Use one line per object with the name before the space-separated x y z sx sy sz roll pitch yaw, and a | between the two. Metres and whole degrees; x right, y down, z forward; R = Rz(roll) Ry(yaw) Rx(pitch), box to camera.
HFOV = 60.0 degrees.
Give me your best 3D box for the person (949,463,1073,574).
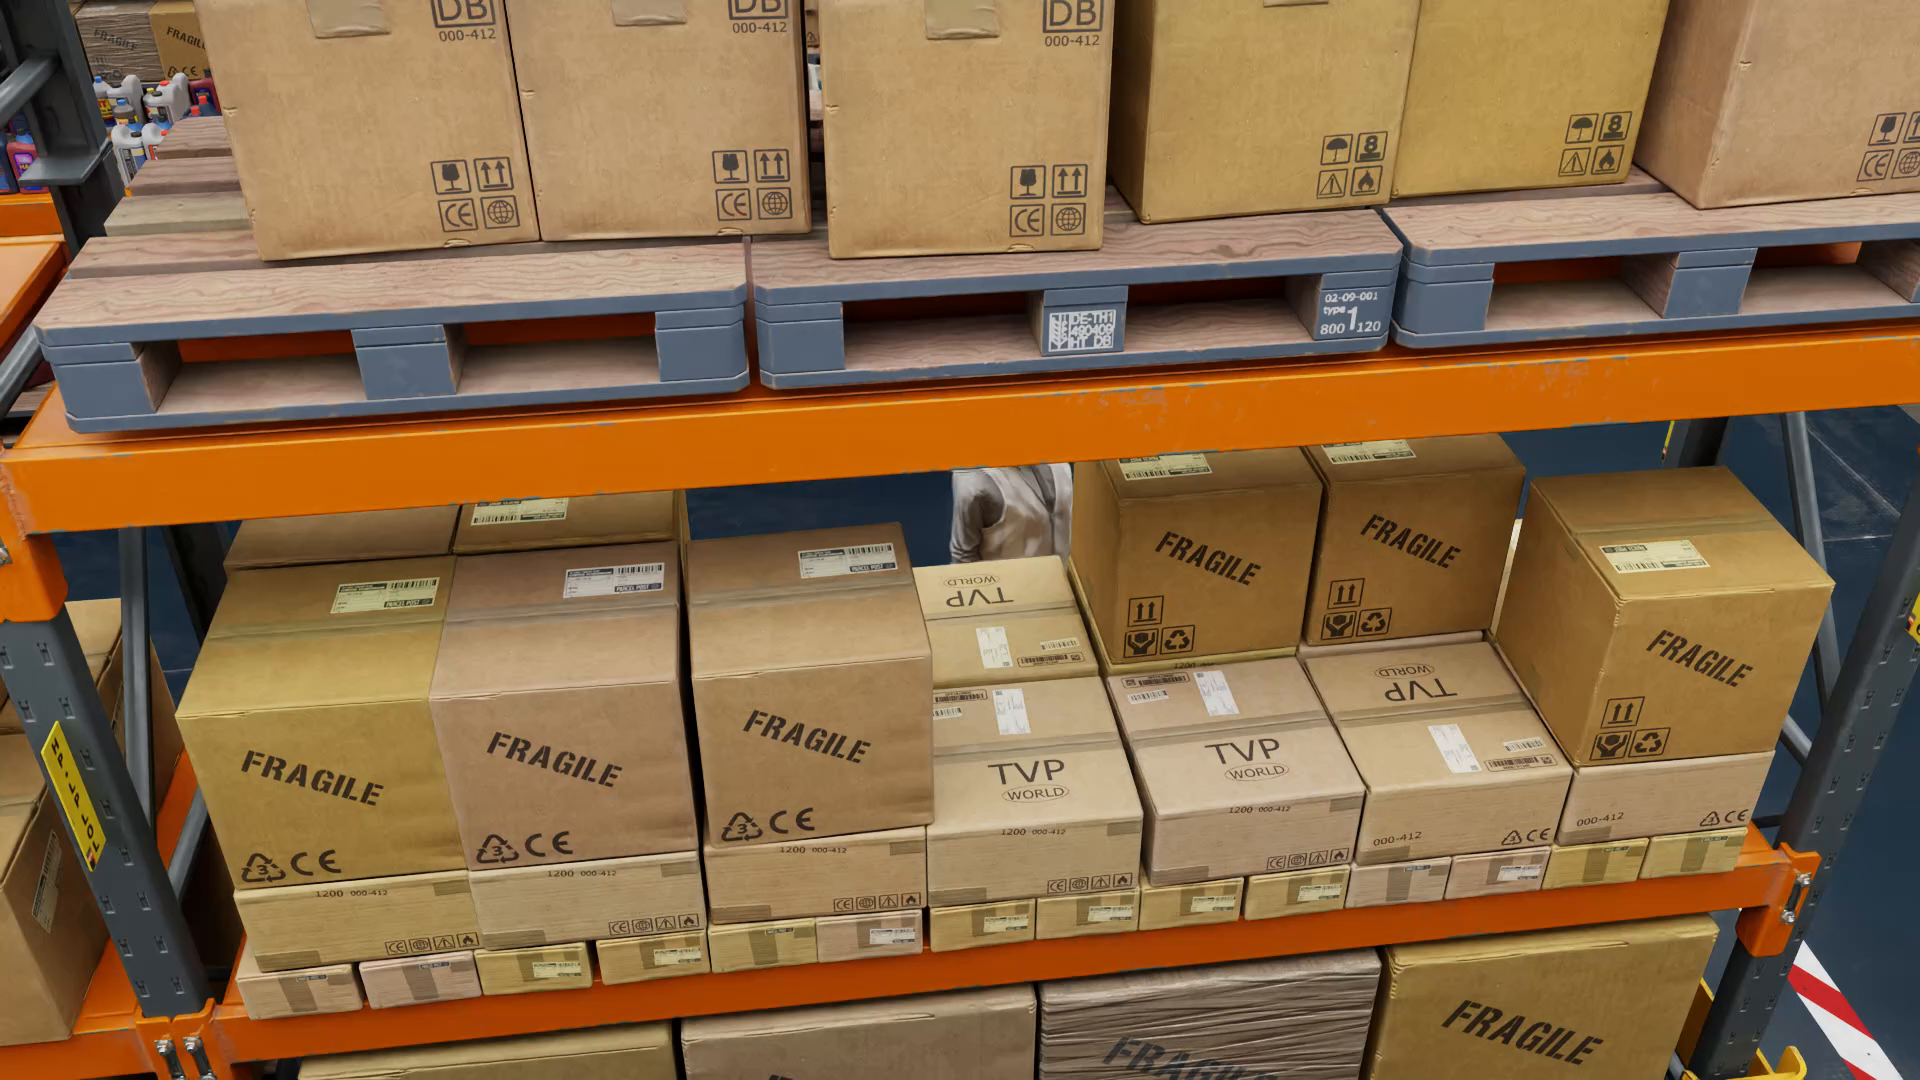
person | 0.182 0.146 5.881 0.558 1.776 0.382 -29 44 -35
